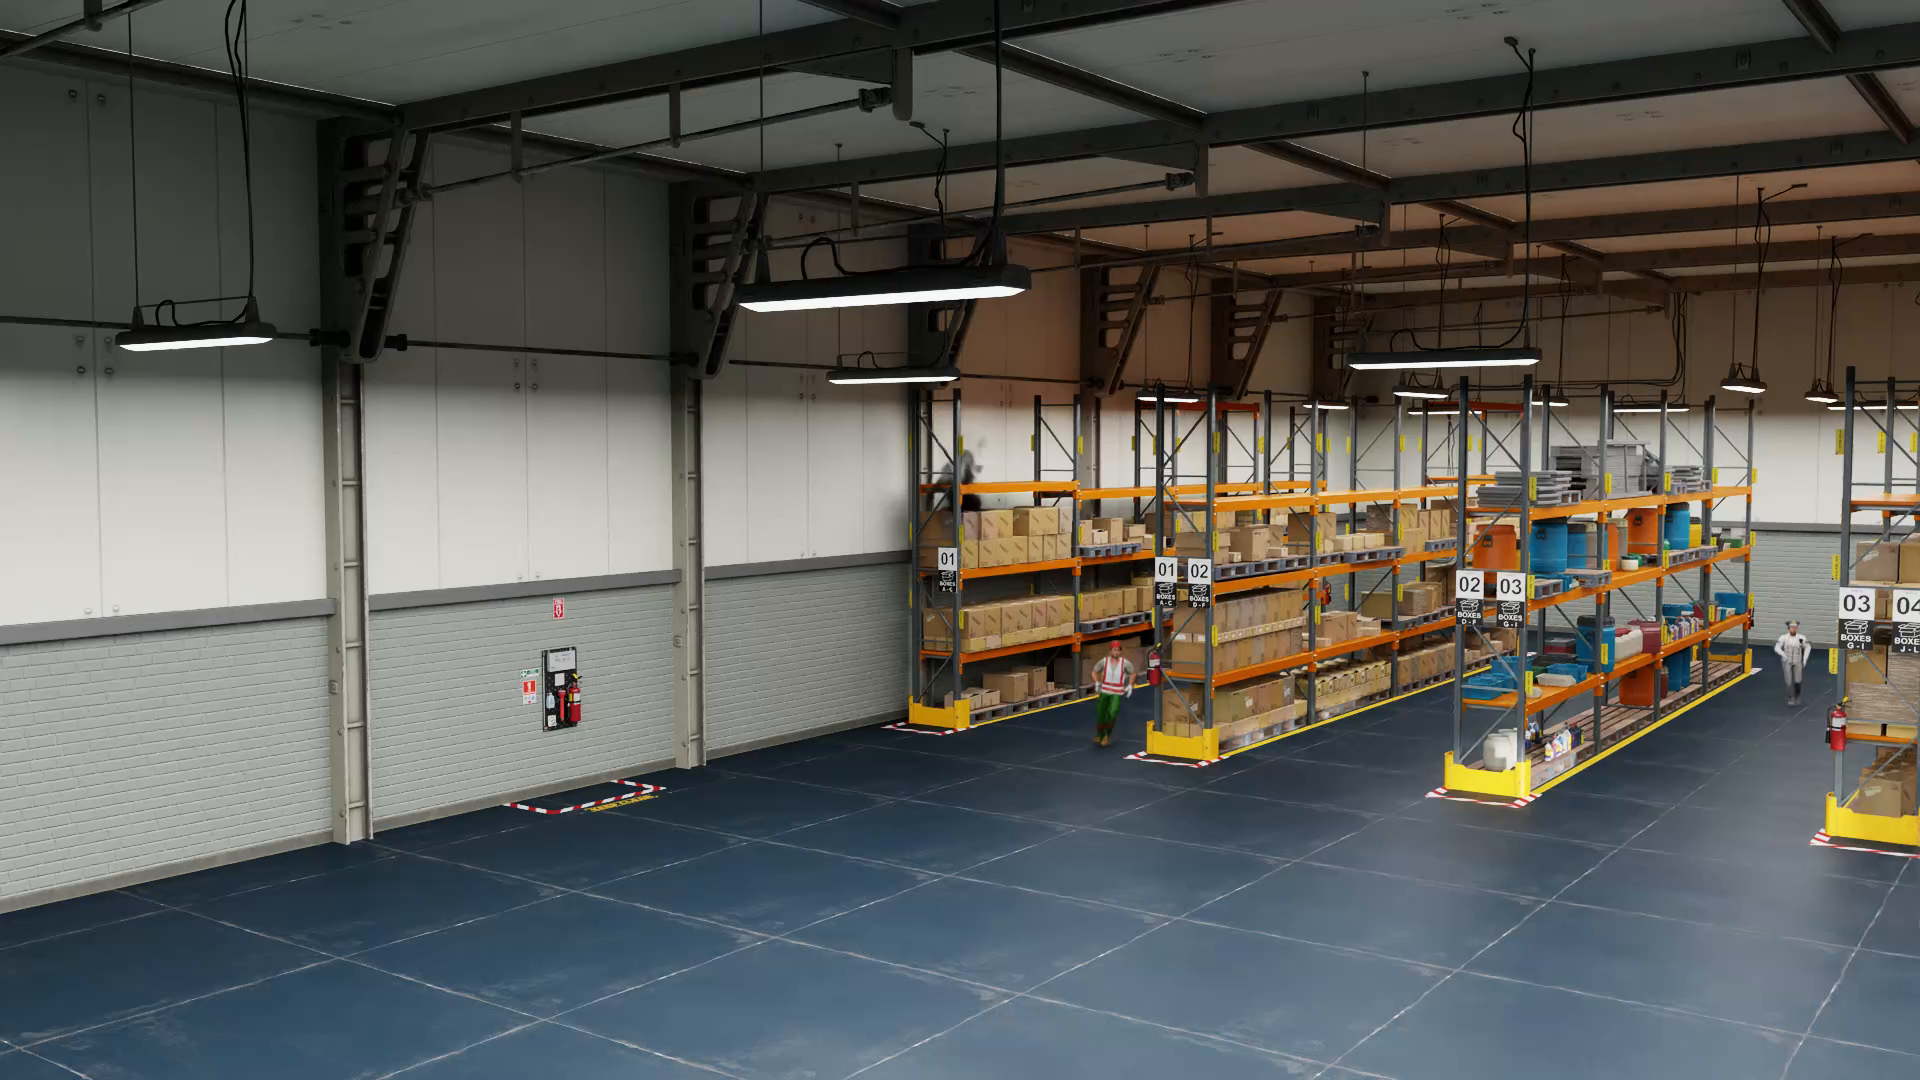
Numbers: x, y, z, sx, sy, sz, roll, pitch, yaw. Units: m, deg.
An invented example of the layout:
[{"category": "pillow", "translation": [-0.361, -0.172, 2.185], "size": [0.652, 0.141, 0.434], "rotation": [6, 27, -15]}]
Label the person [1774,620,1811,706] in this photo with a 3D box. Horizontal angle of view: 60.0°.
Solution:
[{"category": "person", "translation": [15.900, 2.354, 31.776], "size": [0.620, 1.663, 0.582], "rotation": [2, 4, 27]}]

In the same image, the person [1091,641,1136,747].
[{"category": "person", "translation": [2.524, 2.555, 27.613], "size": [0.722, 1.750, 0.637], "rotation": [1, 3, 14]}]
